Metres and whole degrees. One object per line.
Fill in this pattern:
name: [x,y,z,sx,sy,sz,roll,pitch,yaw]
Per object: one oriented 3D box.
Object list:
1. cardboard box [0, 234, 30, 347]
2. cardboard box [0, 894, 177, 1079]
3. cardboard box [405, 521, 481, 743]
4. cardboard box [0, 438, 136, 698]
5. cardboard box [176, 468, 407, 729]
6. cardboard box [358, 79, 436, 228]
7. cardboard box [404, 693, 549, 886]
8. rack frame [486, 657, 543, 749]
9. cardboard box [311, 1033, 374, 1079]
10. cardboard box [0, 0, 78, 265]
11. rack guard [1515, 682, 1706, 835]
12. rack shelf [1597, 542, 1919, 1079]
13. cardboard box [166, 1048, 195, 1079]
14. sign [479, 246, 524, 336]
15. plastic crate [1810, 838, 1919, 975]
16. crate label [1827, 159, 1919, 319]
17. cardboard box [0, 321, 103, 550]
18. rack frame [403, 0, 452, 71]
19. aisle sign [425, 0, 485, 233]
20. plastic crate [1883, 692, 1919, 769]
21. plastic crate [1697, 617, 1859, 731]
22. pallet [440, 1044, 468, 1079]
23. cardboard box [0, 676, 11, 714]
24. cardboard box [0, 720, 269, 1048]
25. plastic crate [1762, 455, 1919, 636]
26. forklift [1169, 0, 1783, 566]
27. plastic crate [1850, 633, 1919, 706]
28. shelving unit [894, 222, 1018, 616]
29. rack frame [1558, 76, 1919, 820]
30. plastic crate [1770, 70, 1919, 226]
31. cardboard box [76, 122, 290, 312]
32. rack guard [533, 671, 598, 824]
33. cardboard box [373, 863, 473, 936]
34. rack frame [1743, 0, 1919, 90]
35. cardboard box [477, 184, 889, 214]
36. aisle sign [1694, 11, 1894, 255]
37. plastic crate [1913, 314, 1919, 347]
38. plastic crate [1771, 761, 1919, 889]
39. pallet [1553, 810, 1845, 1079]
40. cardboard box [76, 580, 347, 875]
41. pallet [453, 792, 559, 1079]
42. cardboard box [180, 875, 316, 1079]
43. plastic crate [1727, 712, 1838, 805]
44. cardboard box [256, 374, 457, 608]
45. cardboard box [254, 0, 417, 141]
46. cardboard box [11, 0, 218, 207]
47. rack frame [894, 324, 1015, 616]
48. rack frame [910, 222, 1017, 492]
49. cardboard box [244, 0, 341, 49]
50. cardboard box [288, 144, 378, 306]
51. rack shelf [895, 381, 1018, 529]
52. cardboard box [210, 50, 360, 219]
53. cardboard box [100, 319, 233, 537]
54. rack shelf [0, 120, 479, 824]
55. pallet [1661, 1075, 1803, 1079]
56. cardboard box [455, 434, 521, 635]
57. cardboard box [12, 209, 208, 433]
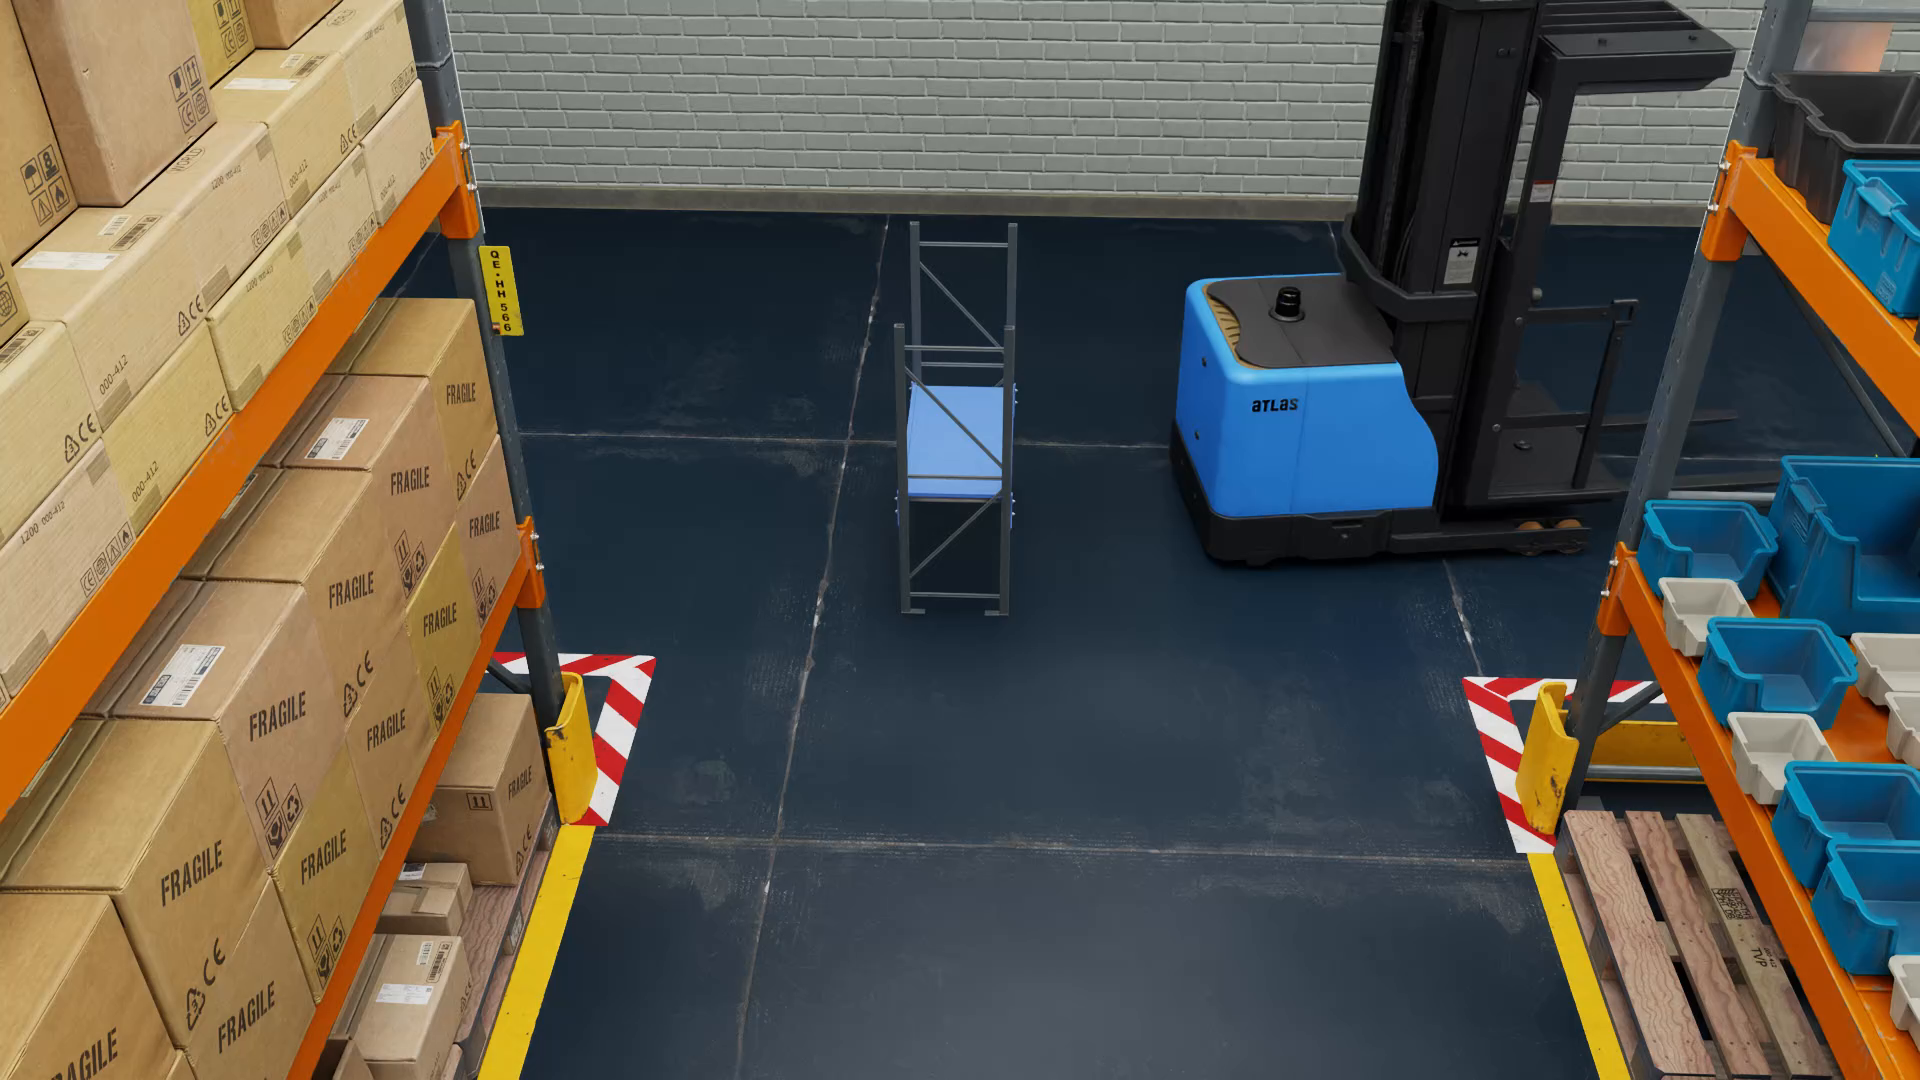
cardboard box: [-2.084,-0.479,2.758,0.700,0.500,0.500,1,35,2]
cardboard box: [-1.921,1.039,3.207,0.500,0.500,0.500,0,35,0]
cardboard box: [-1.844,0.272,5.167,0.500,0.500,0.500,2,35,2]
cardboard box: [-1.929,0.036,3.112,0.500,0.250,0.500,1,35,2]
cardboard box: [-1.859,0.152,4.469,0.500,0.500,0.500,2,35,3]
cardboard box: [-1.838,-1.113,4.747,0.500,0.250,0.500,1,35,2]
cardboard box: [-1.856,0.912,6.135,0.500,0.500,0.500,1,35,2]
rack frame: [-2.084,-0.249,5.995,0.949,2.616,0.053,1,35,2]
cardboard box: [-2.171,1.811,4.852,0.797,0.503,0.637,1,35,2]
cardboard box: [-2.216,-0.770,3.172,0.700,0.500,0.500,1,35,2]
rack guard: [2.857,0.877,6.568,1.175,0.500,0.348,1,35,2]
rack shelf: [2.789,1.311,4.401,1.077,0.370,4.000,1,35,2]
cardboard box: [-2.147,0.693,4.568,1.079,0.500,3.026,2,35,3]
sign: [-1.527,-0.827,5.537,0.100,0.325,0.005,1,35,2]
plastic crate: [2.465,0.975,4.347,0.416,0.233,0.300,1,35,2]
crate label: [2.509,-0.776,4.266,0.408,0.251,0.502,1,35,2]
cardboard box: [-1.923,-0.169,2.968,0.500,0.250,0.500,1,35,2]
rack frame: [-2.080,-2.703,4.270,1.000,3.000,0.127,1,35,2]
aisle sign: [-1.772,-1.344,5.293,0.394,0.787,0.004,1,35,2]
plastic crate: [2.991,0.590,4.979,0.396,0.136,0.243,1,35,2]
plastic crate: [2.504,0.424,5.131,0.416,0.233,0.300,1,35,2]
pallet: [-2.166,2.093,5.088,1.003,0.211,1.213,1,35,2]
cardboard box: [-1.950,0.323,2.704,0.500,0.250,0.500,1,35,2]
cardboard box: [-1.900,0.744,3.627,0.500,0.500,0.500,0,35,0]
plastic crate: [3.042,0.026,5.522,0.616,0.435,0.499,1,35,2]
forklift: [2.652,-1.423,7.726,3.031,2.935,1.130,-3,35,-5]
plastic crate: [3.017,0.424,5.215,0.396,0.136,0.243,1,35,2]
shelving unit: [-0.003,-0.565,7.749,0.538,1.500,1.048,1,35,2]
rack frame: [2.869,-0.132,5.829,1.000,3.000,0.127,1,35,2]
plastic crate: [2.575,-1.091,4.699,0.497,0.269,0.590,1,35,2]
cardboard box: [-1.890,-0.744,3.786,0.500,0.250,0.500,1,35,2]
rack guard: [-2.083,0.818,6.652,1.175,0.500,0.348,1,35,2]
cardboard box: [-1.962,1.279,5.903,0.380,0.166,0.250,1,35,2]
rack frame: [2.869,-2.587,4.104,1.000,3.000,0.127,1,35,2]
cardboard box: [-3.488,-3.543,10.595,6.002,3.100,0.262,2,35,2]
aisle sign: [2.575,-1.244,5.150,0.394,0.787,0.004,1,35,2]
plastic crate: [2.533,-0.463,3.745,0.504,0.338,0.767,1,35,2]
plastic crate: [2.477,0.803,4.593,0.416,0.233,0.300,1,35,2]
pallet: [2.797,1.482,5.958,1.003,0.211,1.213,1,35,2]
cardboard box: [-1.880,0.447,4.049,0.500,0.500,0.500,2,35,3]
pallet: [-2.114,1.394,6.083,1.003,0.211,1.213,1,35,2]
cardboard box: [-1.909,1.140,3.932,0.500,0.500,0.500,1,35,2]
plastic crate: [2.407,0.658,4.883,0.250,0.136,0.298,1,35,2]
cardboard box: [-1.843,-0.146,4.893,0.500,0.500,0.500,2,35,3]
cardboard box: [-1.846,-1.318,4.604,0.500,0.250,0.500,1,35,2]
cardboard box: [-2.102,-1.055,3.578,0.700,0.500,0.500,1,35,2]
rack frame: [-0.024,-0.273,7.333,0.500,1.500,0.032,1,35,2]
rack frame: [0.017,-0.857,8.165,0.500,1.500,0.032,1,35,2]
cardboard box: [-2.085,-1.630,4.396,0.700,0.500,0.500,1,35,2]
cardboard box: [-1.869,-0.826,4.339,0.500,0.250,0.500,1,35,2]
rack shelf: [-0.003,-0.417,7.852,0.538,0.185,1.000,1,35,2]
cardboard box: [-1.866,-1.031,4.195,0.500,0.250,0.500,1,35,2]
cardboard box: [-1.912,-0.252,3.521,0.500,0.250,0.500,1,35,2]
rack shelf: [-2.161,-0.032,3.704,1.077,0.370,4.000,1,35,2]
pallet: [2.745,2.181,4.963,1.003,0.211,1.213,1,35,2]
cardboard box: [-1.826,-0.026,5.591,0.500,0.500,0.500,2,35,3]
cardboard box: [-1.903,-0.456,3.377,0.500,0.250,0.500,1,35,2]
